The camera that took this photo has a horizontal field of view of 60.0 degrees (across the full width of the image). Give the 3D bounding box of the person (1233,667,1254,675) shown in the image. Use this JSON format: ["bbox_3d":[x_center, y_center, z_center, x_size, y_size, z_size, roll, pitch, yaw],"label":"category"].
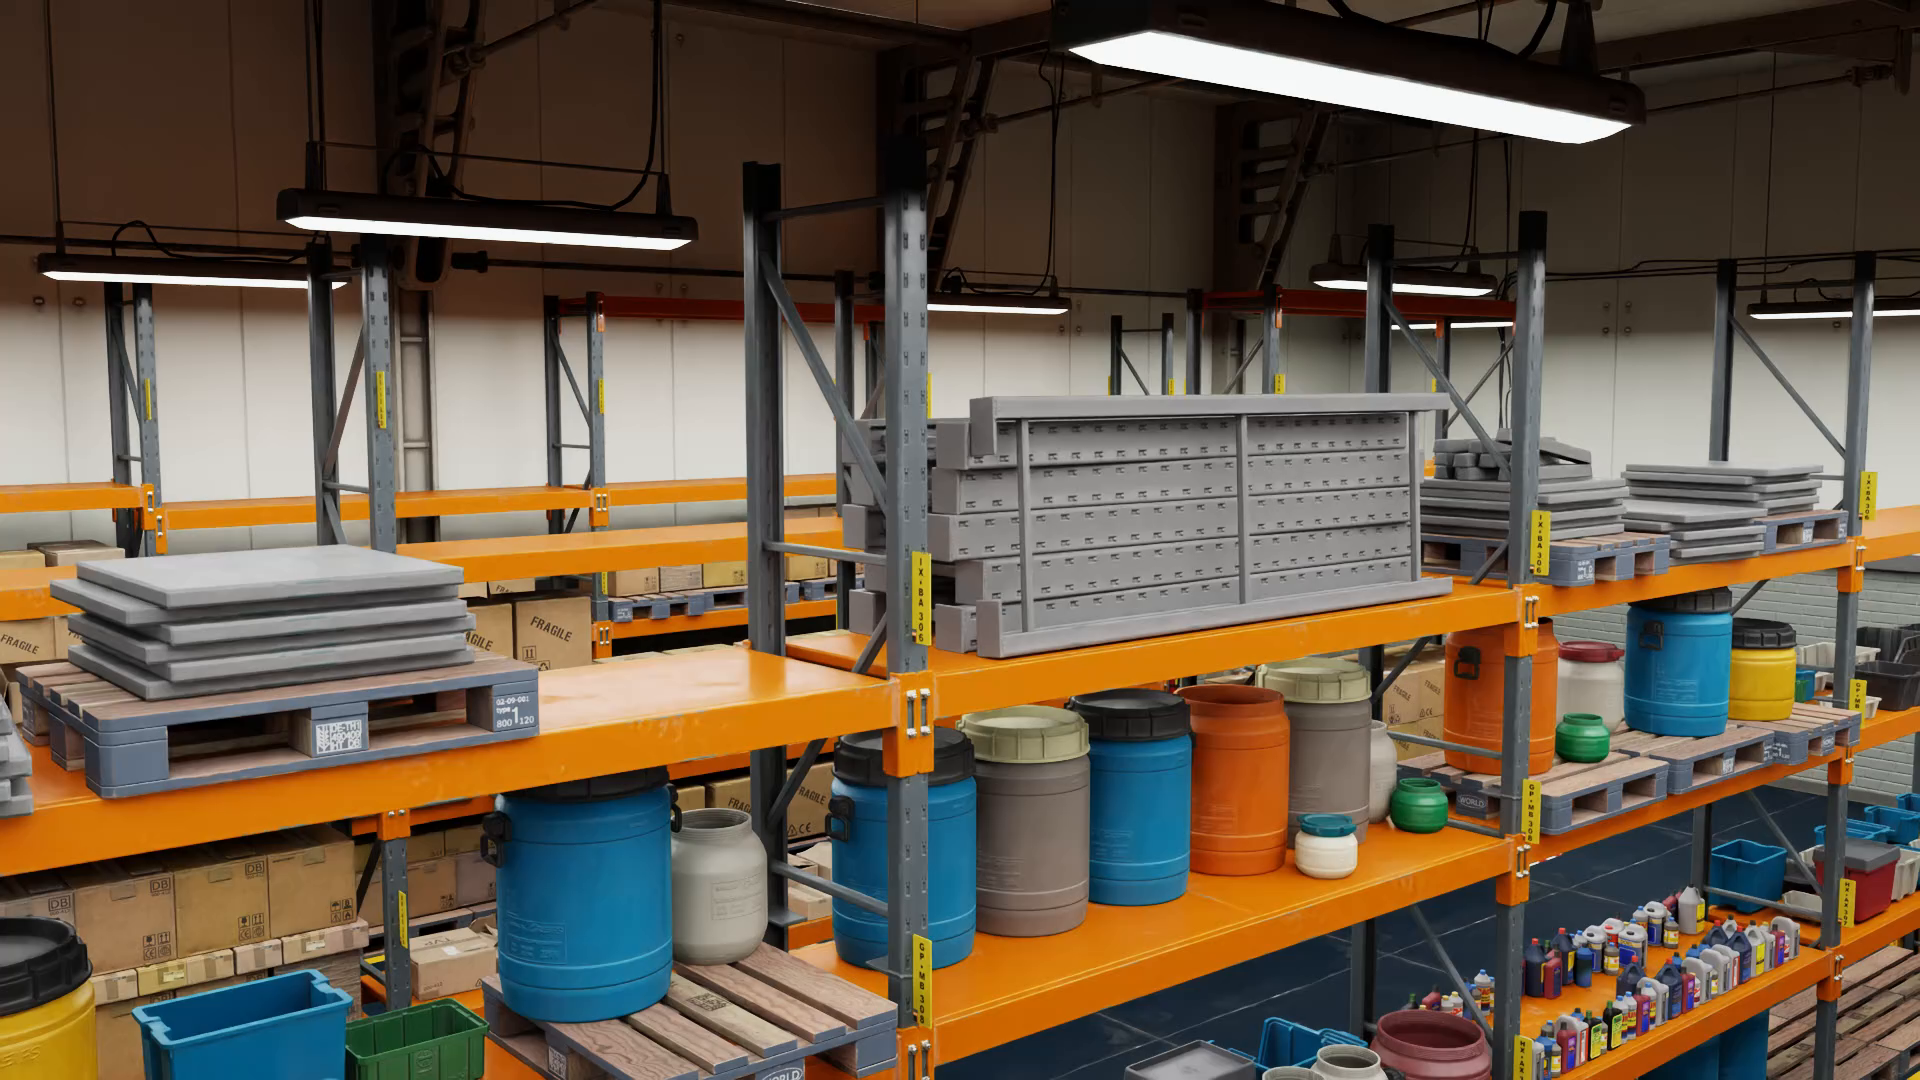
[{"bbox_3d":[3.504,2.328,20.769,0.499,1.638,1.022,4,7,35],"label":"person"}]
